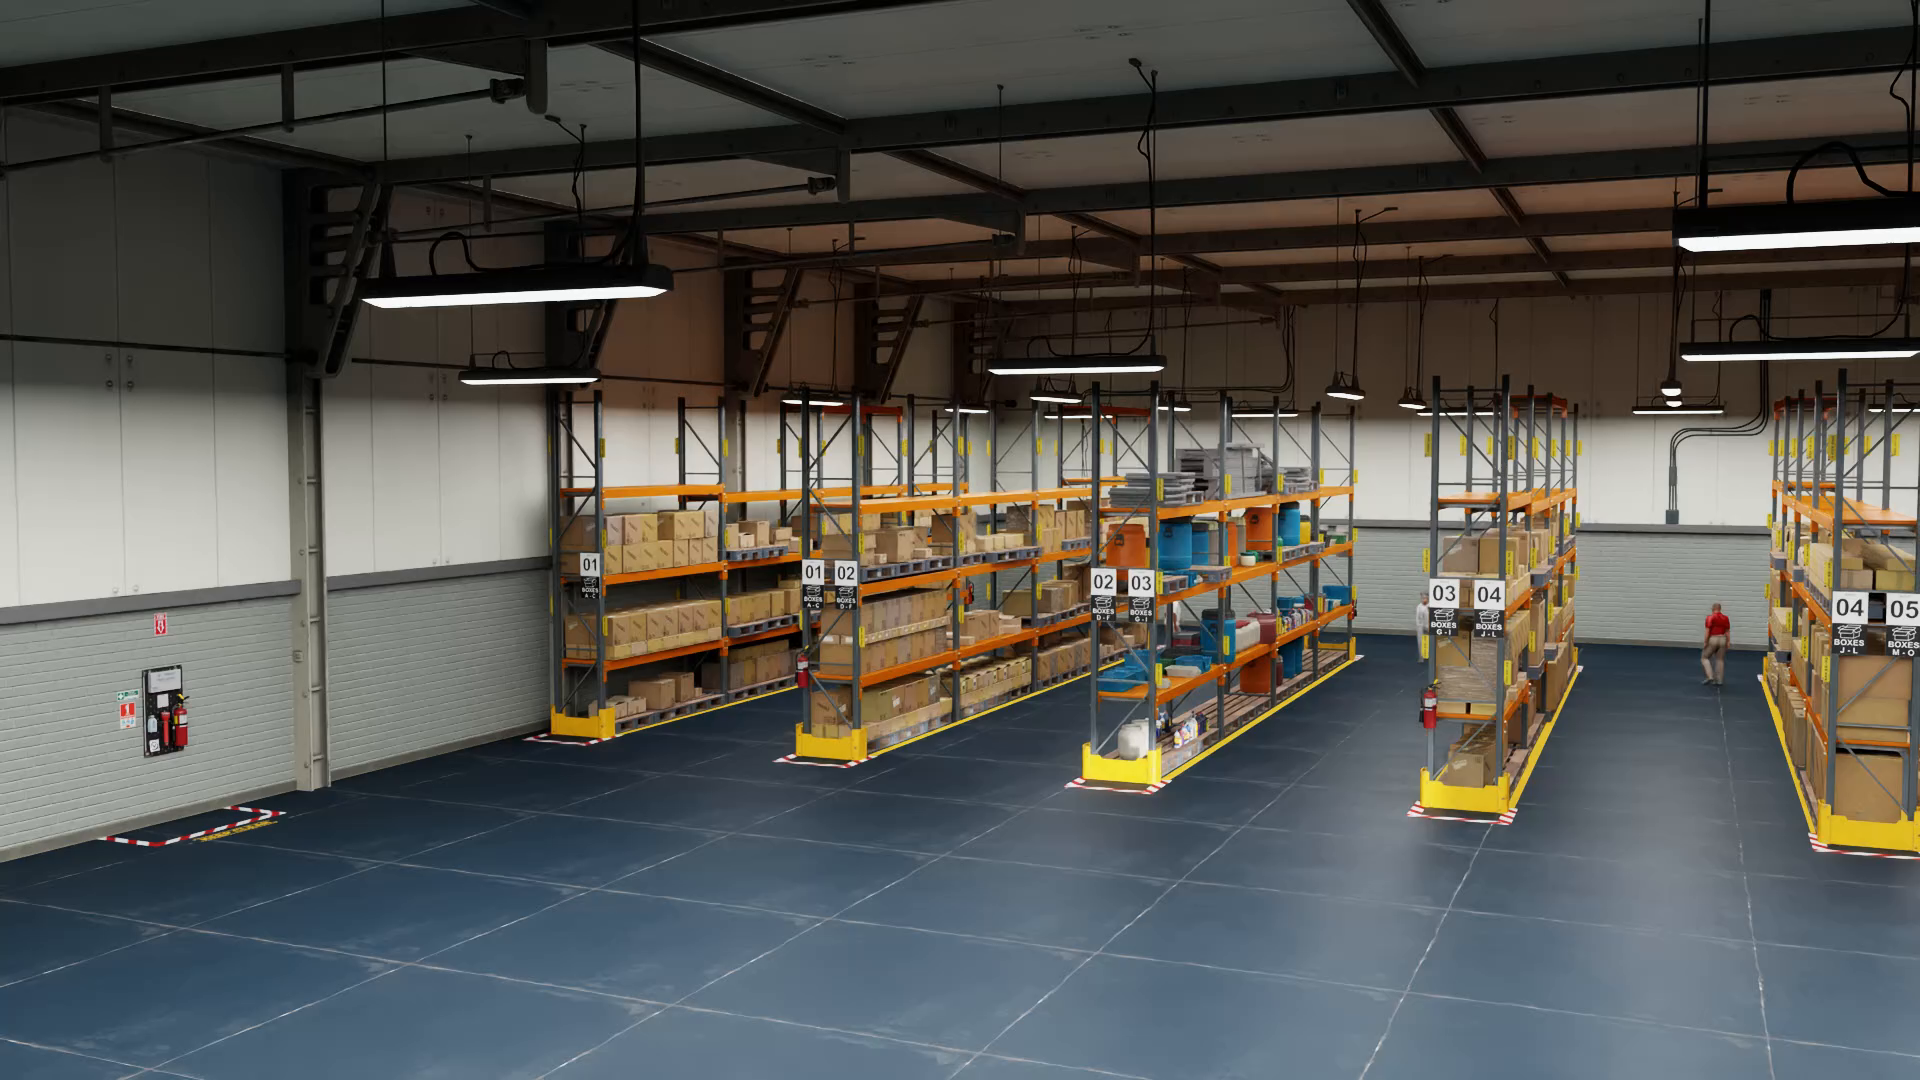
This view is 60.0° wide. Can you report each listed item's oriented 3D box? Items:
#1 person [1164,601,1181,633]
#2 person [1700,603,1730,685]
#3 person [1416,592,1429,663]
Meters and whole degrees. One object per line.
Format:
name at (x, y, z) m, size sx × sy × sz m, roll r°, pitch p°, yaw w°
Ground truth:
person at (4.900, 1.989, 38.651) m, size 0.486 × 1.767 × 0.614 m, roll -1°, pitch 3°, yaw -14°
person at (16.014, 2.212, 35.235) m, size 0.576 × 1.768 × 0.393 m, roll 0°, pitch 3°, yaw -5°
person at (10.910, 2.022, 38.867) m, size 0.480 × 1.635 × 0.858 m, roll 1°, pitch 3°, yaw 21°
